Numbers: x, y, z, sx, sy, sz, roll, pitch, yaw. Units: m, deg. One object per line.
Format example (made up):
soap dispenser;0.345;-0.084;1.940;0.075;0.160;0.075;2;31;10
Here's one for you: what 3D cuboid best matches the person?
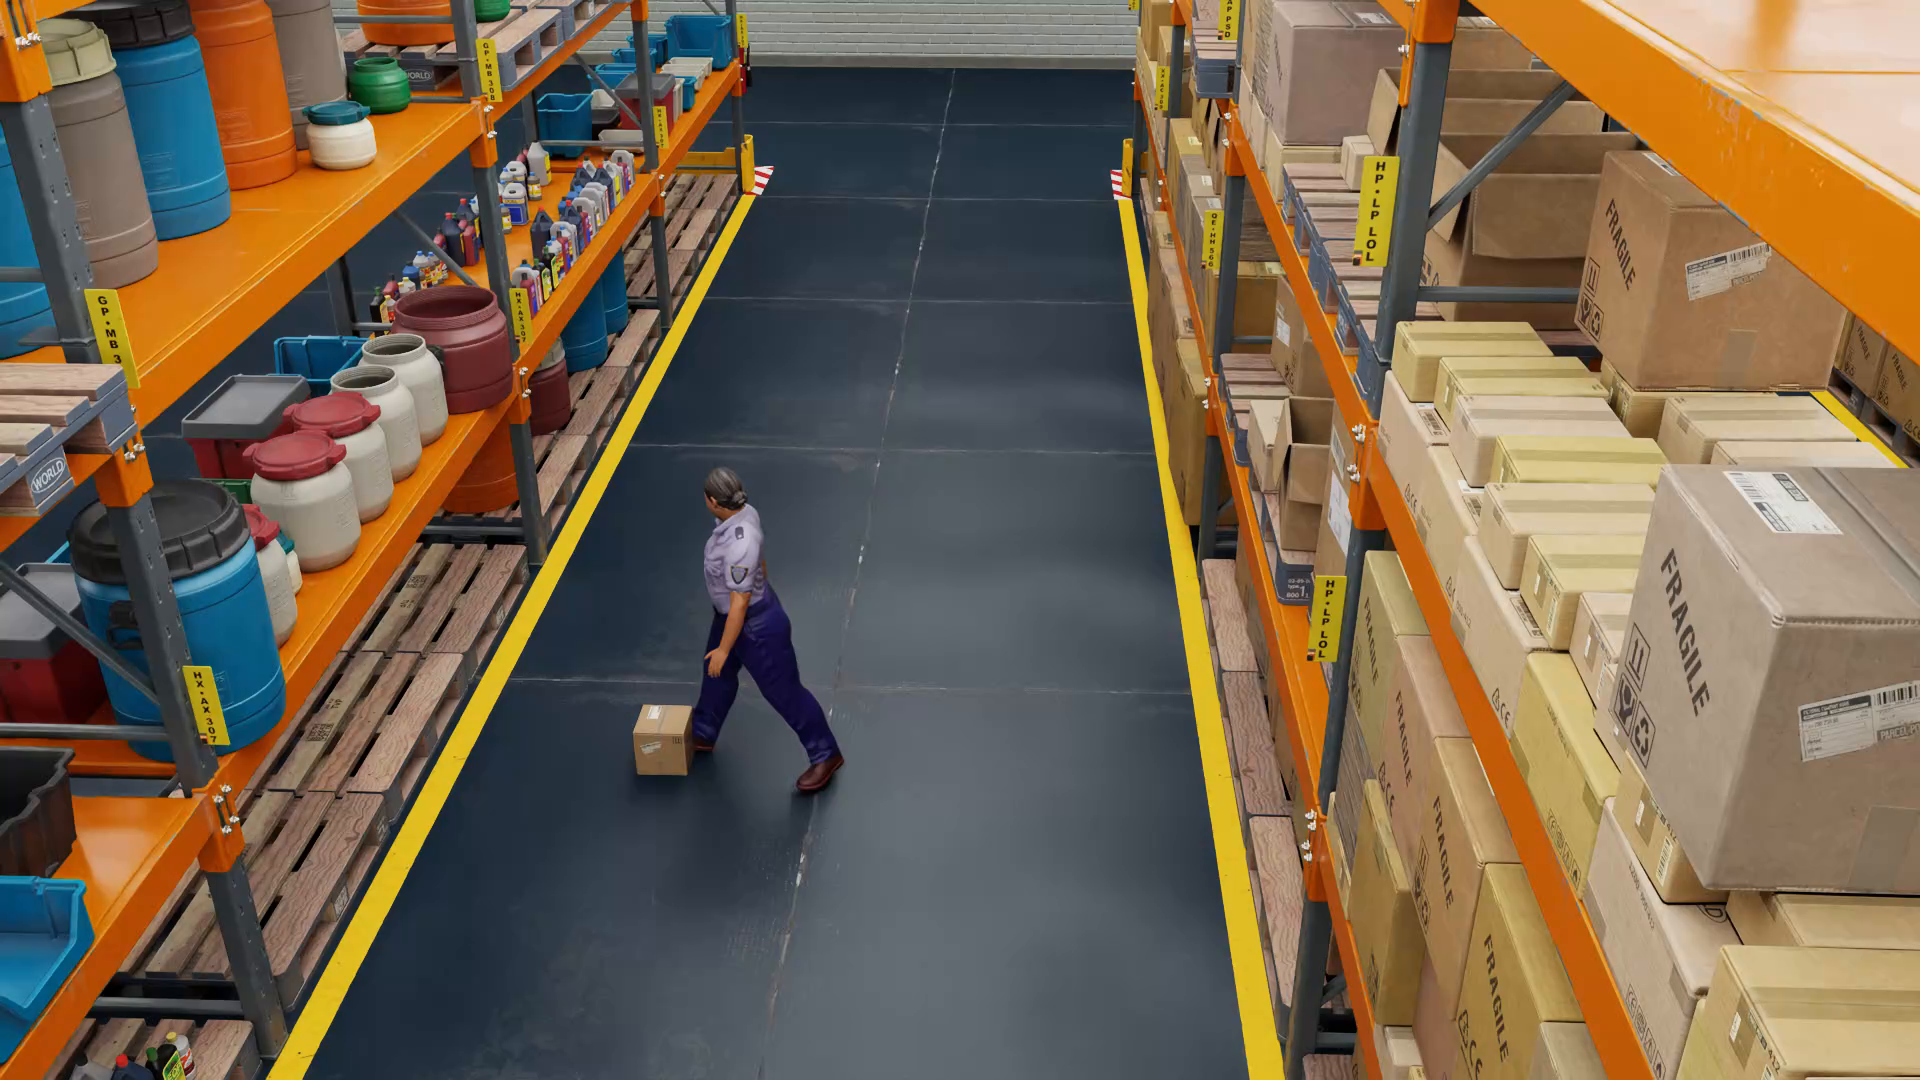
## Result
person;-1.036;0.409;7.876;0.870;1.608;0.639;-7;29;-13
